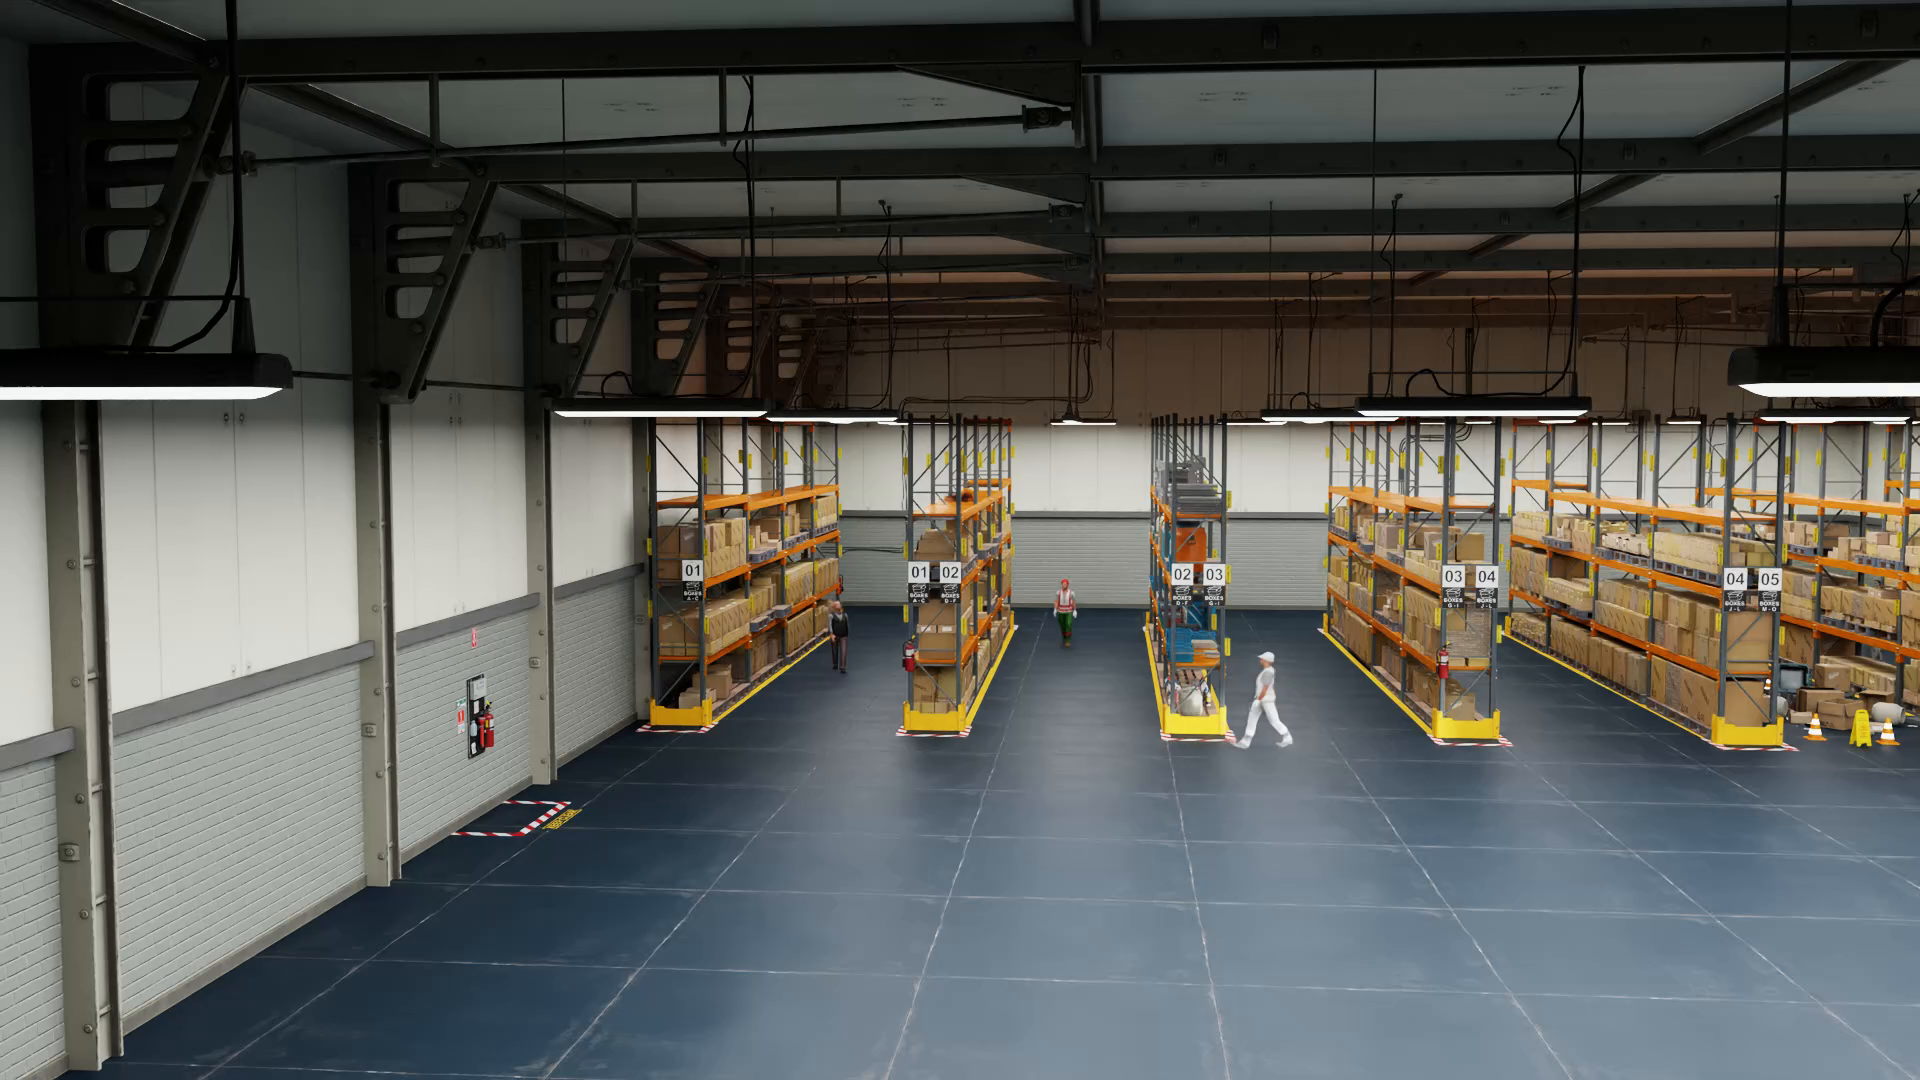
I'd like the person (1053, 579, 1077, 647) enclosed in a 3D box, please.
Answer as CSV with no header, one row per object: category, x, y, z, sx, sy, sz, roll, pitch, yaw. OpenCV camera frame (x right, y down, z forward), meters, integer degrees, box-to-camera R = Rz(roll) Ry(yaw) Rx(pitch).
person,2.739,1.892,43.499,0.576,1.733,0.979,1,4,11

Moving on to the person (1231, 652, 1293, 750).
person,5.400,2.862,29.539,1.061,1.749,0.495,-1,4,-19

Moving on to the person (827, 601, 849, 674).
person,-2.846,2.276,38.868,0.503,1.672,1.006,0,4,-1

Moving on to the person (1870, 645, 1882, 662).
person,21.907,2.207,39.846,0.421,1.690,0.507,2,4,30
